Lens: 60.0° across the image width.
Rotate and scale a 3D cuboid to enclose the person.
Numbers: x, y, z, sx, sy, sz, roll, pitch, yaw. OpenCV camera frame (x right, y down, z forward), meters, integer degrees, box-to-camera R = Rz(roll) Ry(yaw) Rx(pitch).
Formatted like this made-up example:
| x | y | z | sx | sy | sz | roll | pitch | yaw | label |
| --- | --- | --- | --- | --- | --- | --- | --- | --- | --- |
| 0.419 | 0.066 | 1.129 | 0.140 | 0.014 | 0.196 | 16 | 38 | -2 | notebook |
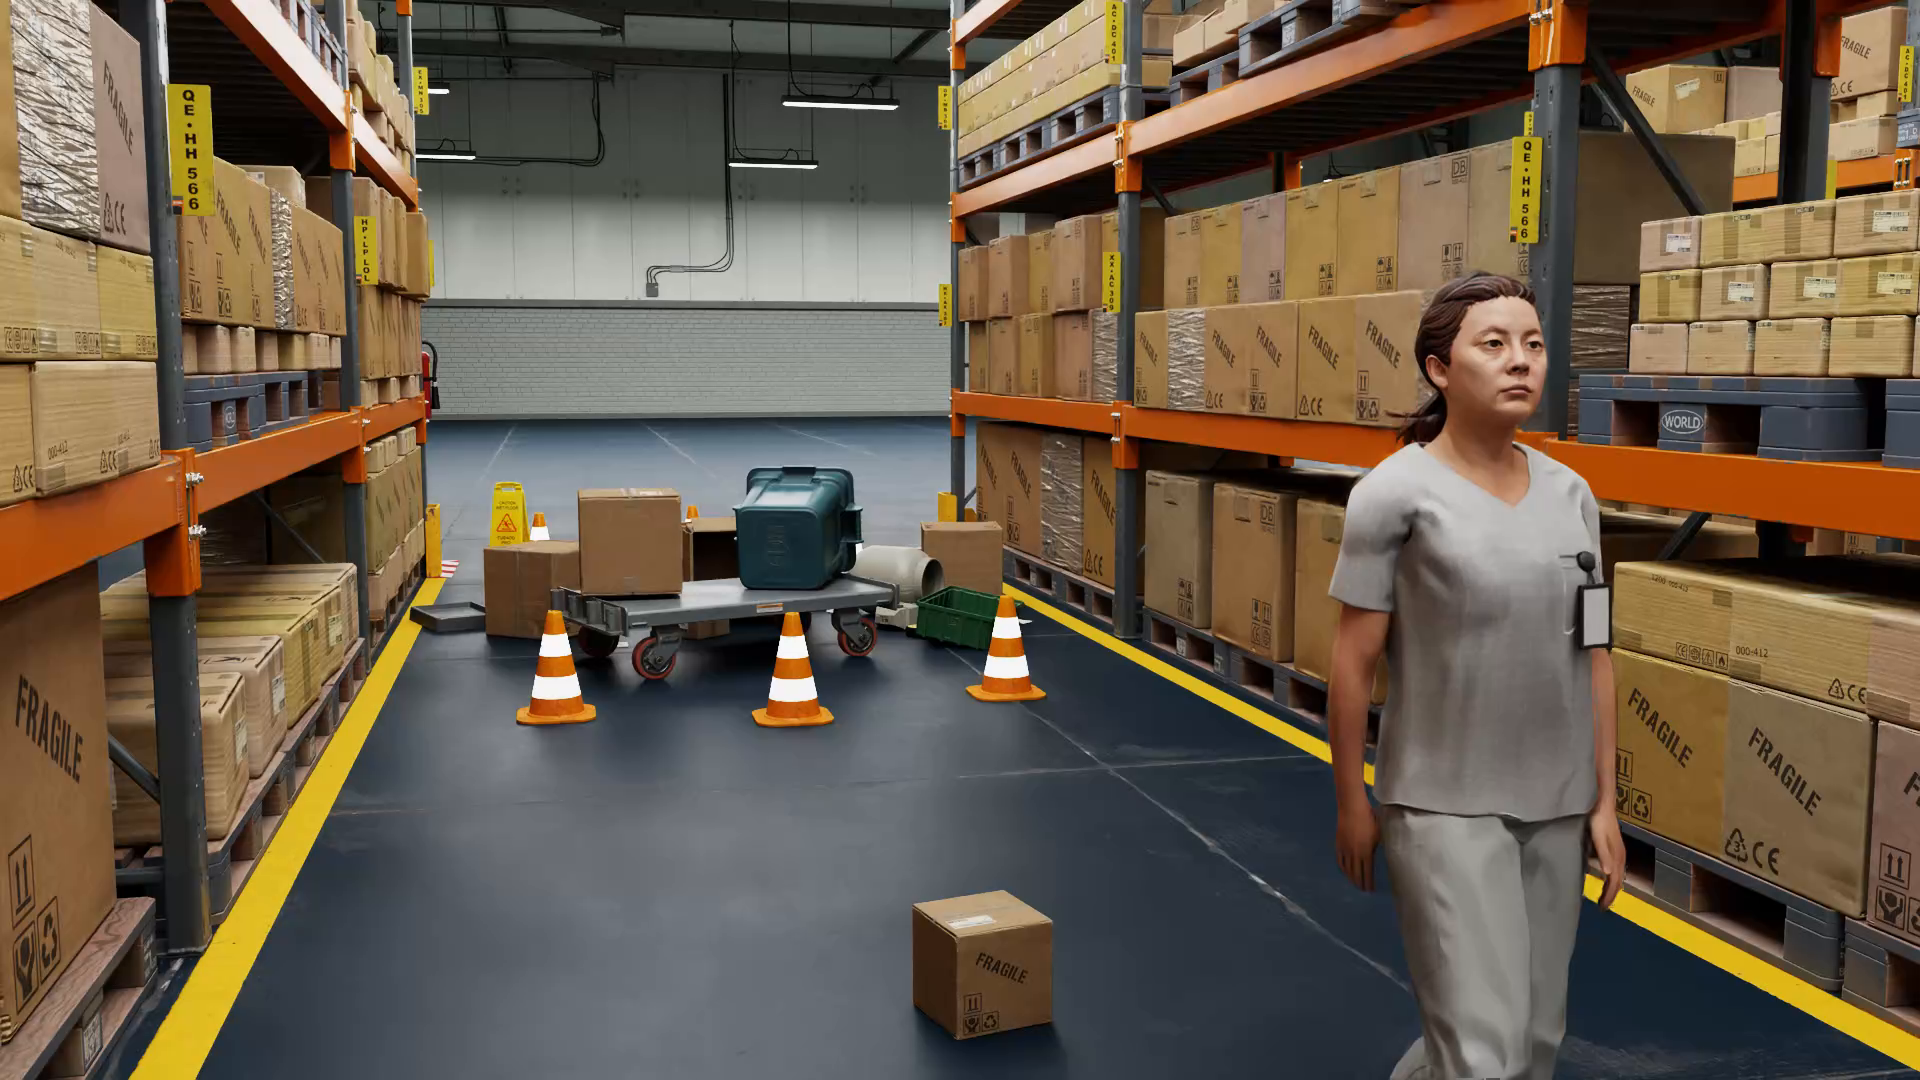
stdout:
| x | y | z | sx | sy | sz | roll | pitch | yaw | label |
| --- | --- | --- | --- | --- | --- | --- | --- | --- | --- |
| 0.809 | 0.425 | 2.537 | 0.441 | 1.659 | 0.456 | -2 | 7 | -20 | person |
